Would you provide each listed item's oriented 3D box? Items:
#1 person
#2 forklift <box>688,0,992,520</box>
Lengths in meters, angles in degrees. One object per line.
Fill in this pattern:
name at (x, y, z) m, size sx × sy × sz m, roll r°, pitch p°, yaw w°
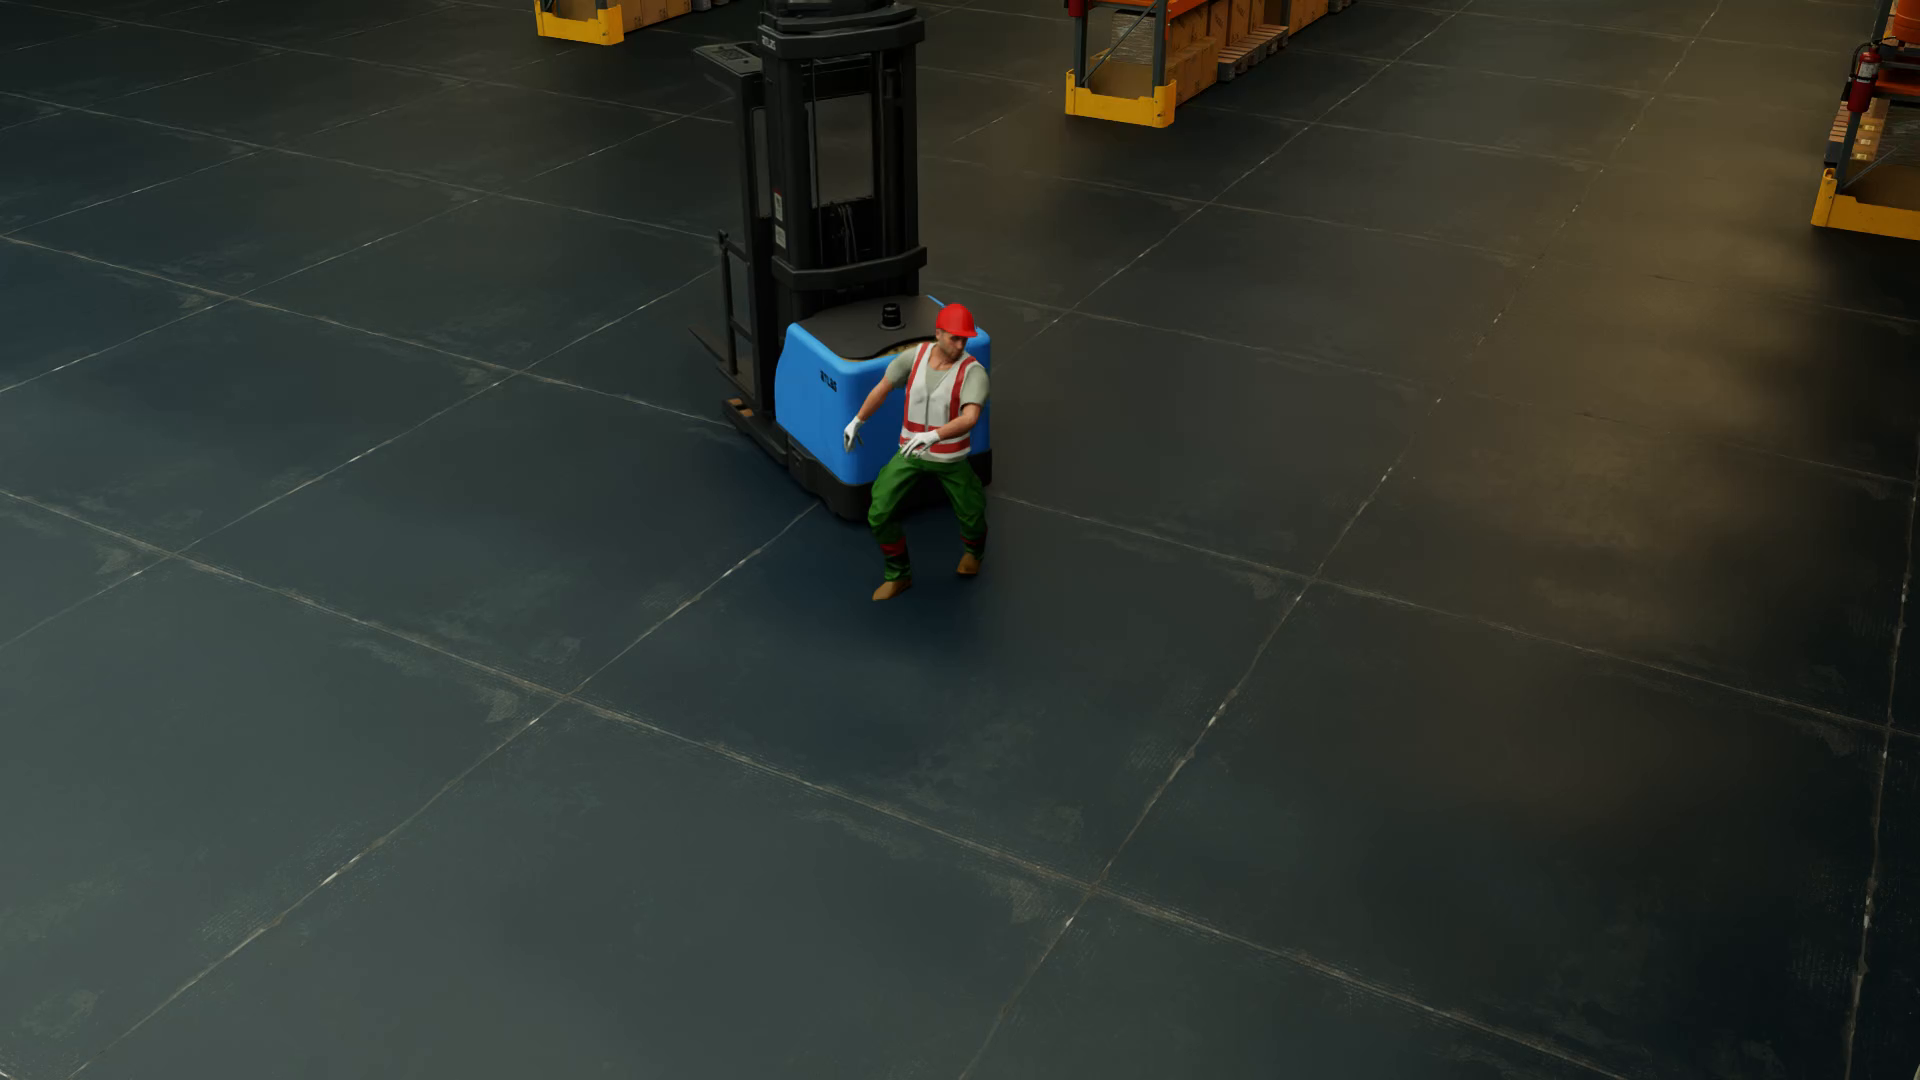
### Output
person at (-0.265, -0.464, 9.181) m, size 0.835 × 1.691 × 0.786 m, roll 7°, pitch 31°, yaw 12°
forklift at (-0.968, -2.092, 10.696) m, size 1.130 × 2.935 × 3.031 m, roll -16°, pitch 34°, yaw -26°
